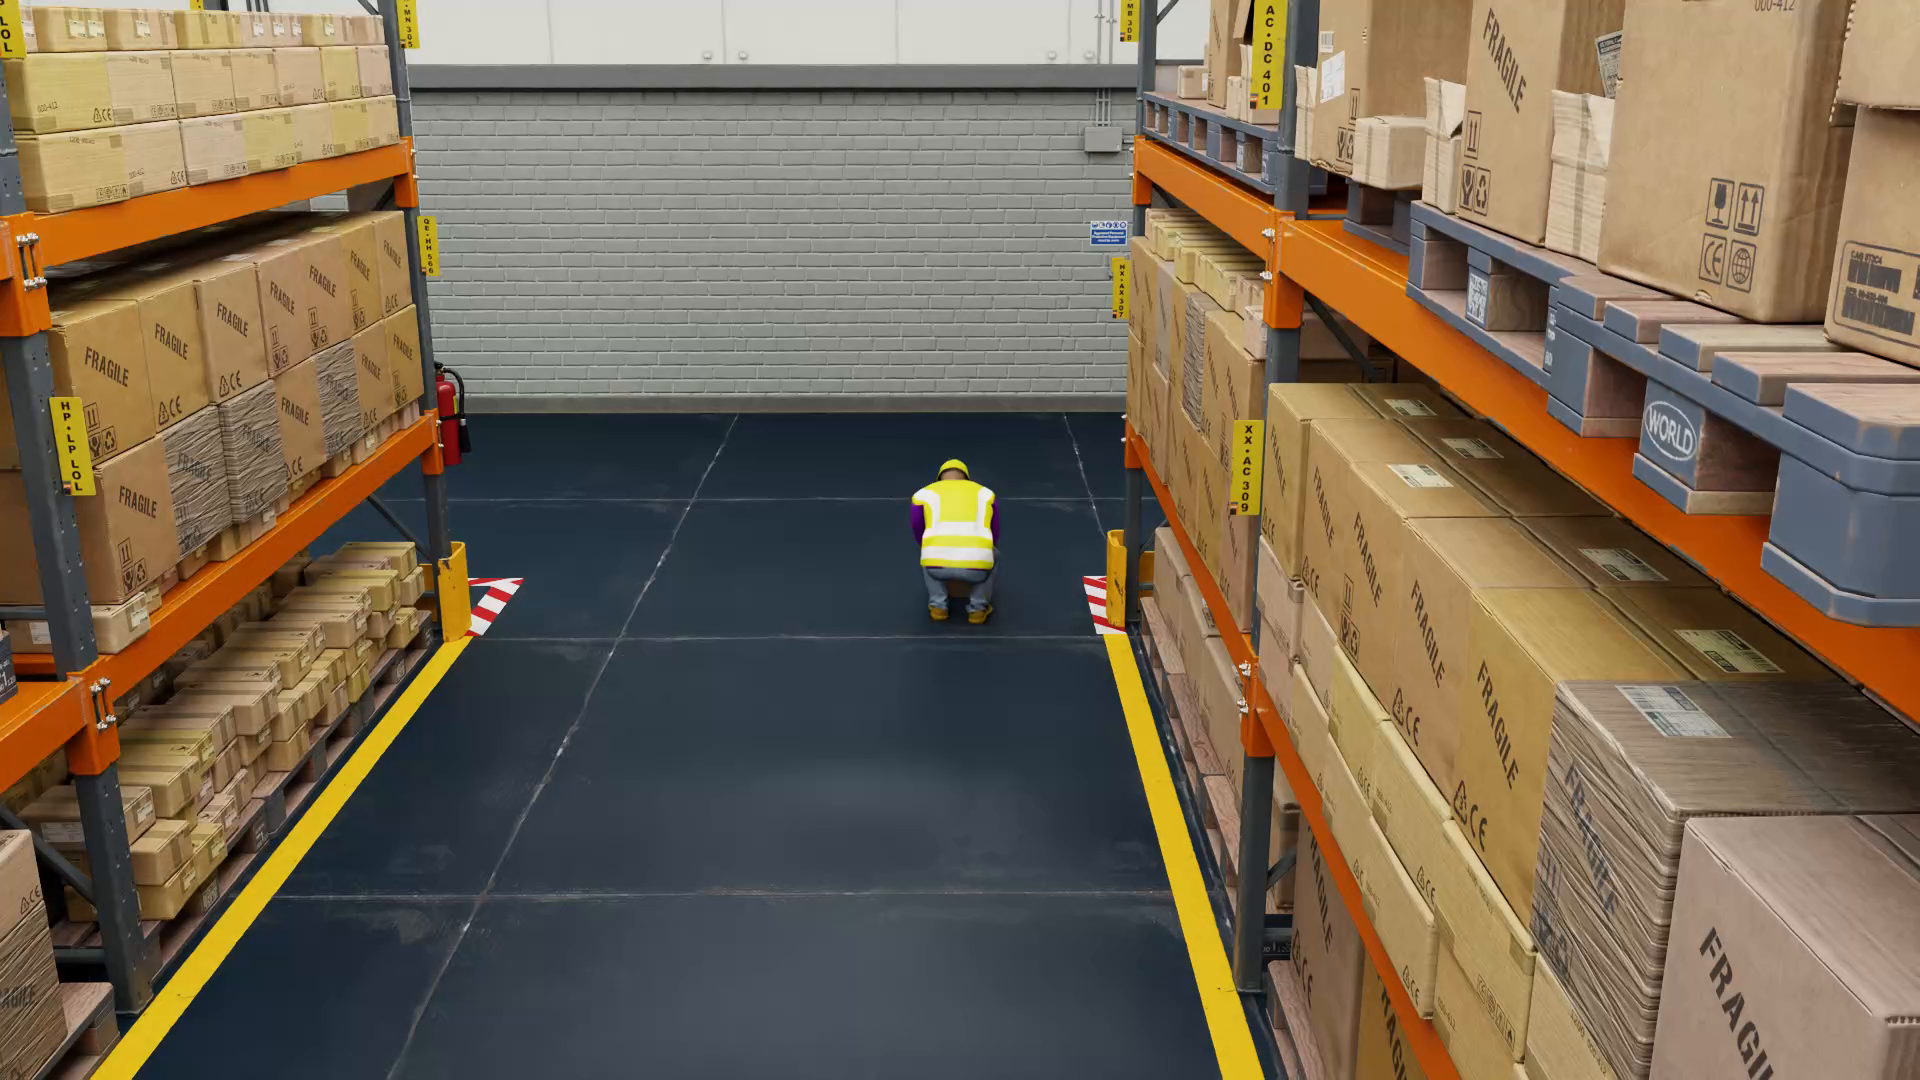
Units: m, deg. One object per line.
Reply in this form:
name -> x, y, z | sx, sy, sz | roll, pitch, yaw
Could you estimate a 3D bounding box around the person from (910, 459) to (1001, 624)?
person -> -0.034, 0.035, 10.053 | 0.557, 0.892, 0.905 | 1, 17, 5
